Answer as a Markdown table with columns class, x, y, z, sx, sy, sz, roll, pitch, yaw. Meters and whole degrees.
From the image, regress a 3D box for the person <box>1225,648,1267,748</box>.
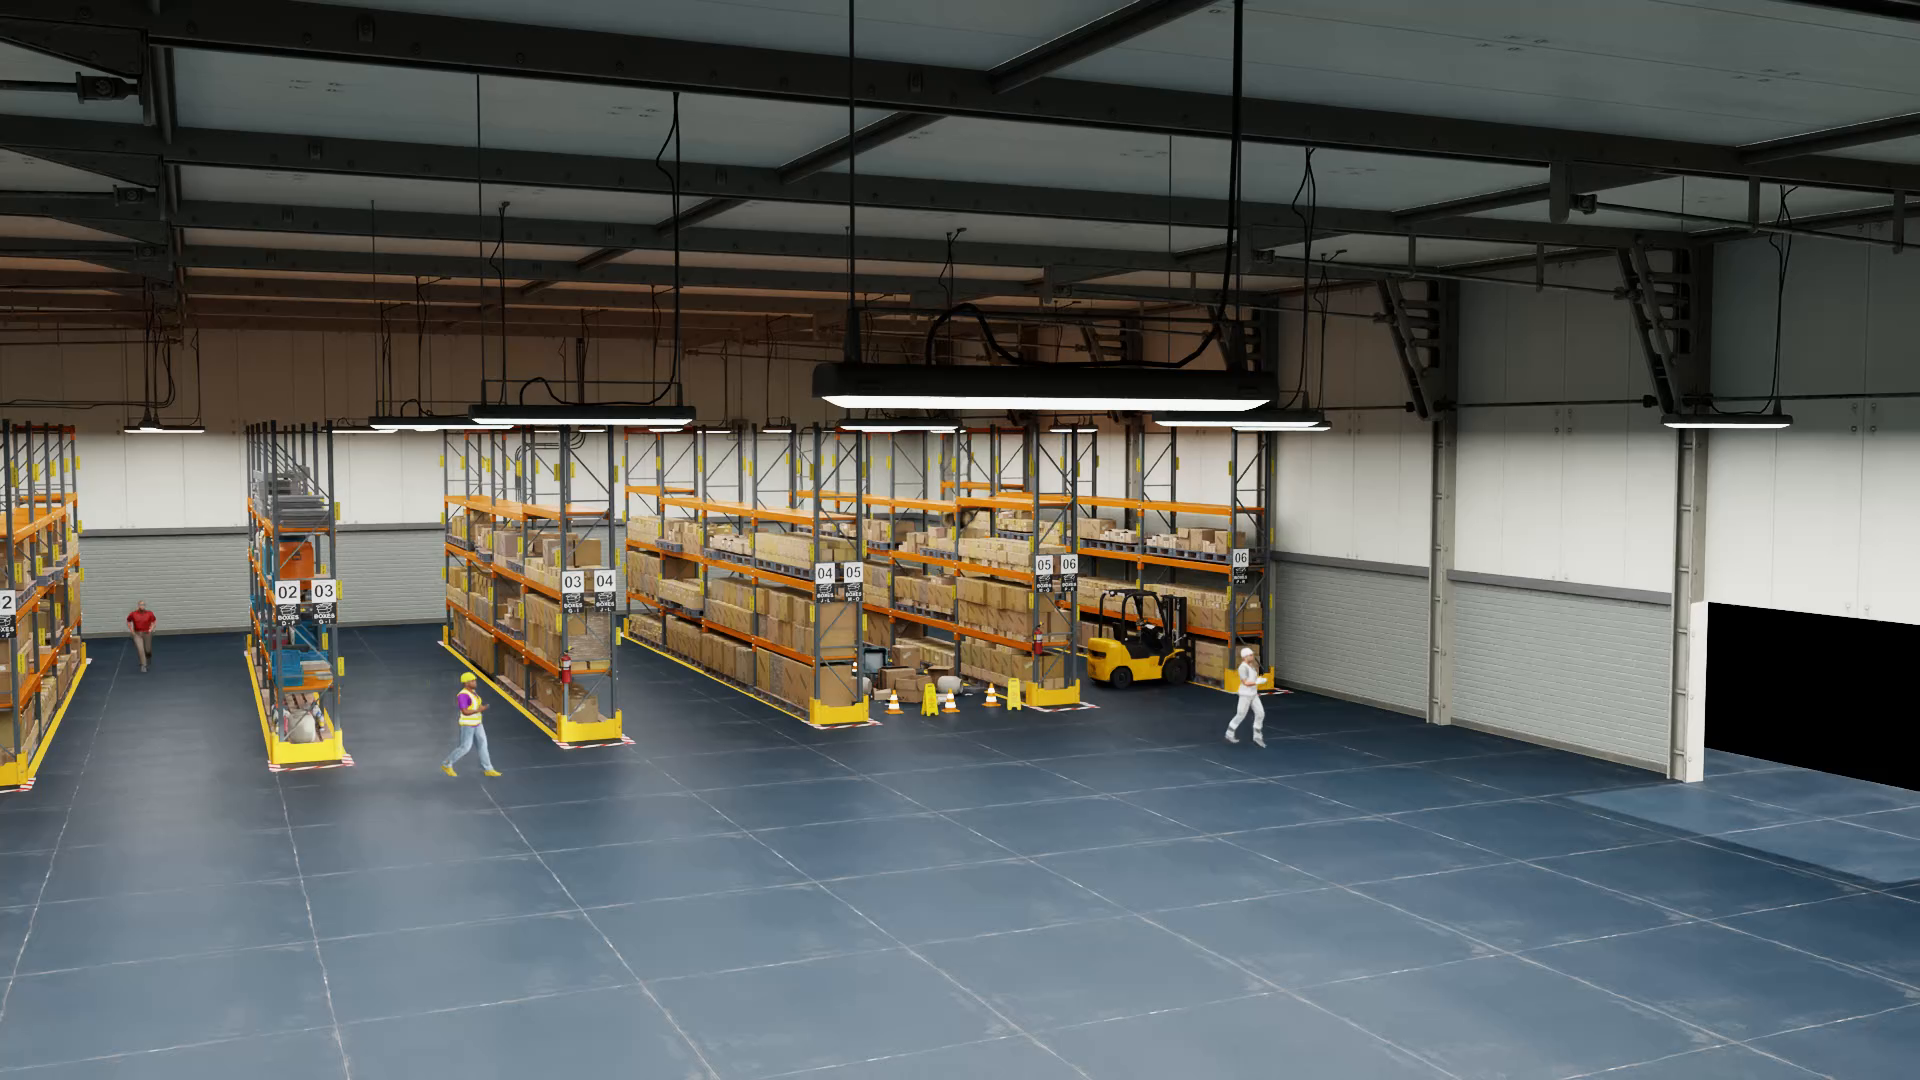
| class | x | y | z | sx | sy | sz | roll | pitch | yaw |
| --- | --- | --- | --- | --- | --- | --- | --- | --- | --- |
| person | 5.294 | 2.904 | 30.648 | 0.800 | 1.845 | 0.647 | 2 | 4 | 33 |

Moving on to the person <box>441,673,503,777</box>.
| class | x | y | z | sx | sy | sz | roll | pitch | yaw |
| --- | --- | --- | --- | --- | --- | --- | --- | --- | --- |
| person | -8.137 | 3.077 | 27.665 | 0.984 | 1.752 | 0.706 | 0 | 4 | 5 |

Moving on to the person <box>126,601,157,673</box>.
| class | x | y | z | sx | sy | sz | roll | pitch | yaw |
| --- | --- | --- | --- | --- | --- | --- | --- | --- | --- |
| person | -19.980 | 2.348 | 40.611 | 0.668 | 1.726 | 0.841 | -2 | 4 | -31 |
